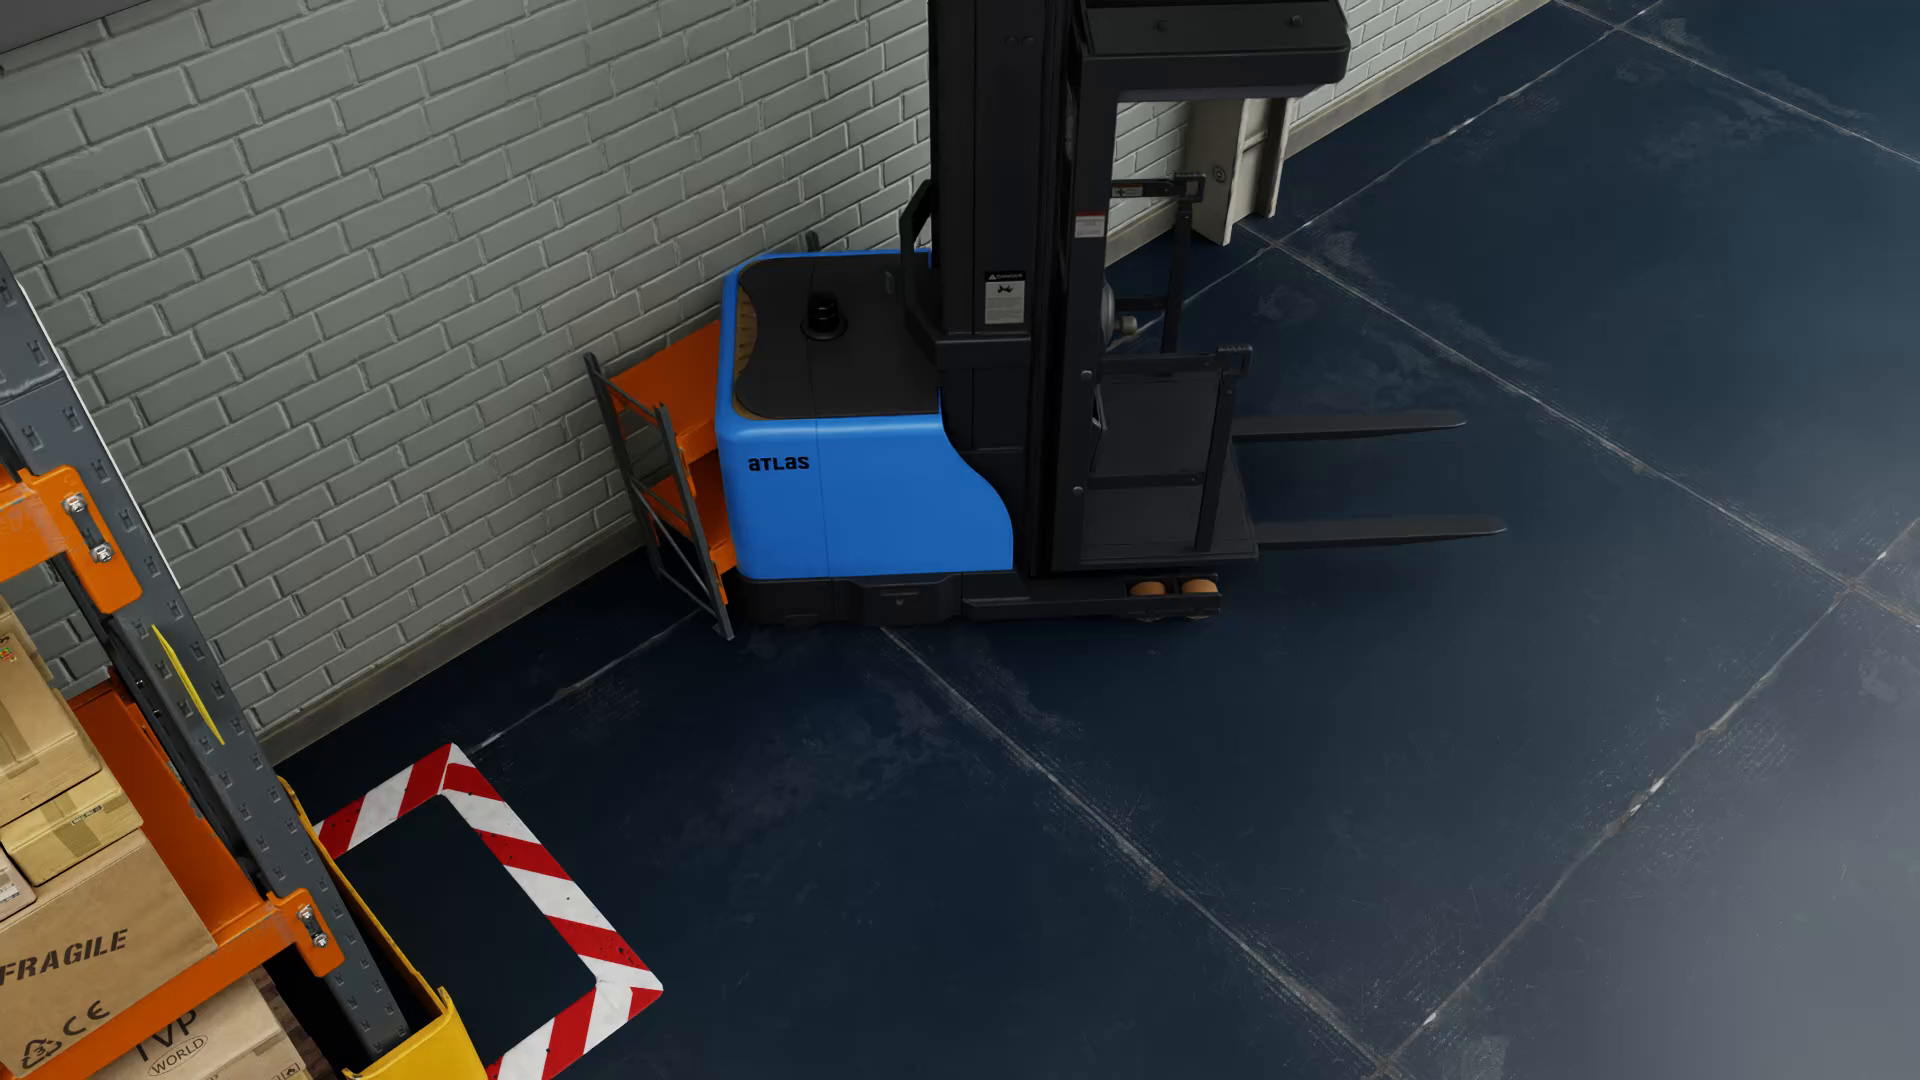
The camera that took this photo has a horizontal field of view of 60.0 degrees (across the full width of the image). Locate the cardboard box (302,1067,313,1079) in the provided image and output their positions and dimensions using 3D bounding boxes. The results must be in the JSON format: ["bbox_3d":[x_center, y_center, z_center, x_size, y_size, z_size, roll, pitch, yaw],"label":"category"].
[{"bbox_3d":[-2.126,1.675,4.802,0.500,0.250,0.500,-33,56,-27],"label":"cardboard box"}]

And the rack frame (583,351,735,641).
[{"bbox_3d":[-1.110,-0.144,6.180,0.032,1.125,0.500,-35,48,-26],"label":"rack frame"}]

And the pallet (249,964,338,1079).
[{"bbox_3d":[-2.529,1.827,4.974,1.213,0.211,1.003,-34,56,-27],"label":"pallet"}]

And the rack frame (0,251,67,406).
[{"bbox_3d":[-1.991,-1.554,2.114,0.127,3.000,1.000,-34,56,-27],"label":"rack frame"}]

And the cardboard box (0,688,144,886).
[{"bbox_3d":[-2.059,0.550,3.745,0.250,0.149,0.380,-33,55,-27],"label":"cardboard box"}]

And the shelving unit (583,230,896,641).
[{"bbox_3d":[-0.733,-0.403,6.402,1.048,1.125,0.538,-35,48,-26],"label":"shelving unit"}]

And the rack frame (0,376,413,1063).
[{"bbox_3d":[-1.991,0.480,4.319,0.127,3.000,1.000,-34,56,-27],"label":"rack frame"}]

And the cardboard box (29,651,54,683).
[{"bbox_3d":[-2.417,0.253,4.019,0.250,0.149,0.380,-35,56,-28],"label":"cardboard box"}]

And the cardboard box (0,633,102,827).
[{"bbox_3d":[-2.115,0.417,3.665,0.250,0.149,0.380,-34,56,-27],"label":"cardboard box"}]

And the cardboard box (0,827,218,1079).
[{"bbox_3d":[-2.179,0.833,3.926,0.500,0.500,0.500,-35,56,-28],"label":"cardboard box"}]

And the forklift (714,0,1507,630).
[{"bbox_3d":[0.622,-1.066,5.792,3.031,2.935,1.130,-2,47,-2],"label":"forklift"}]

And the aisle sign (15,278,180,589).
[{"bbox_3d":[-1.745,-0.274,3.246,0.004,0.787,0.394,-34,56,-27],"label":"aisle sign"}]

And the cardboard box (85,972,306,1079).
[{"bbox_3d":[-2.122,1.329,4.441,0.500,0.250,0.500,-32,55,-26],"label":"cardboard box"}]

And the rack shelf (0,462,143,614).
[{"bbox_3d":[-3.471,0.696,2.569,4.000,0.370,1.077,-34,56,-27],"label":"rack shelf"}]

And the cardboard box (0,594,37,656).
[{"bbox_3d":[-2.384,0.176,3.888,0.250,0.149,0.380,-35,56,-28],"label":"cardboard box"}]

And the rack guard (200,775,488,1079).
[{"bbox_3d":[-1.974,1.316,5.249,0.348,0.500,1.175,-34,56,-27],"label":"rack guard"}]

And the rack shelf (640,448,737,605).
[{"bbox_3d":[-0.705,-0.222,6.564,1.000,0.278,0.538,-35,48,-26],"label":"rack shelf"}]

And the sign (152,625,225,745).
[{"bbox_3d":[-1.637,0.309,3.528,0.005,0.325,0.100,-34,56,-27],"label":"sign"}]

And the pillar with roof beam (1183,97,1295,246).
[{"bbox_3d":[4.223,-2.325,2.826,0.400,9.000,9.100,-34,56,-27],"label":"pillar with roof beam"}]

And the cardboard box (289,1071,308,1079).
[{"bbox_3d":[-2.141,1.512,4.613,0.500,0.250,0.500,-34,56,-28],"label":"cardboard box"}]

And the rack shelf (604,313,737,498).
[{"bbox_3d":[-0.767,-0.619,6.207,1.000,0.278,0.538,-35,48,-26],"label":"rack shelf"}]

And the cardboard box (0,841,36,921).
[{"bbox_3d":[-2.228,0.693,3.614,0.250,0.149,0.380,-33,55,-27],"label":"cardboard box"}]

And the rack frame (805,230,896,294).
[{"bbox_3d":[-0.356,-0.662,6.624,0.032,1.125,0.500,-35,48,-26],"label":"rack frame"}]

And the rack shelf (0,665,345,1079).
[{"bbox_3d":[-3.471,1.713,3.671,4.000,0.370,1.077,-34,56,-27],"label":"rack shelf"}]
